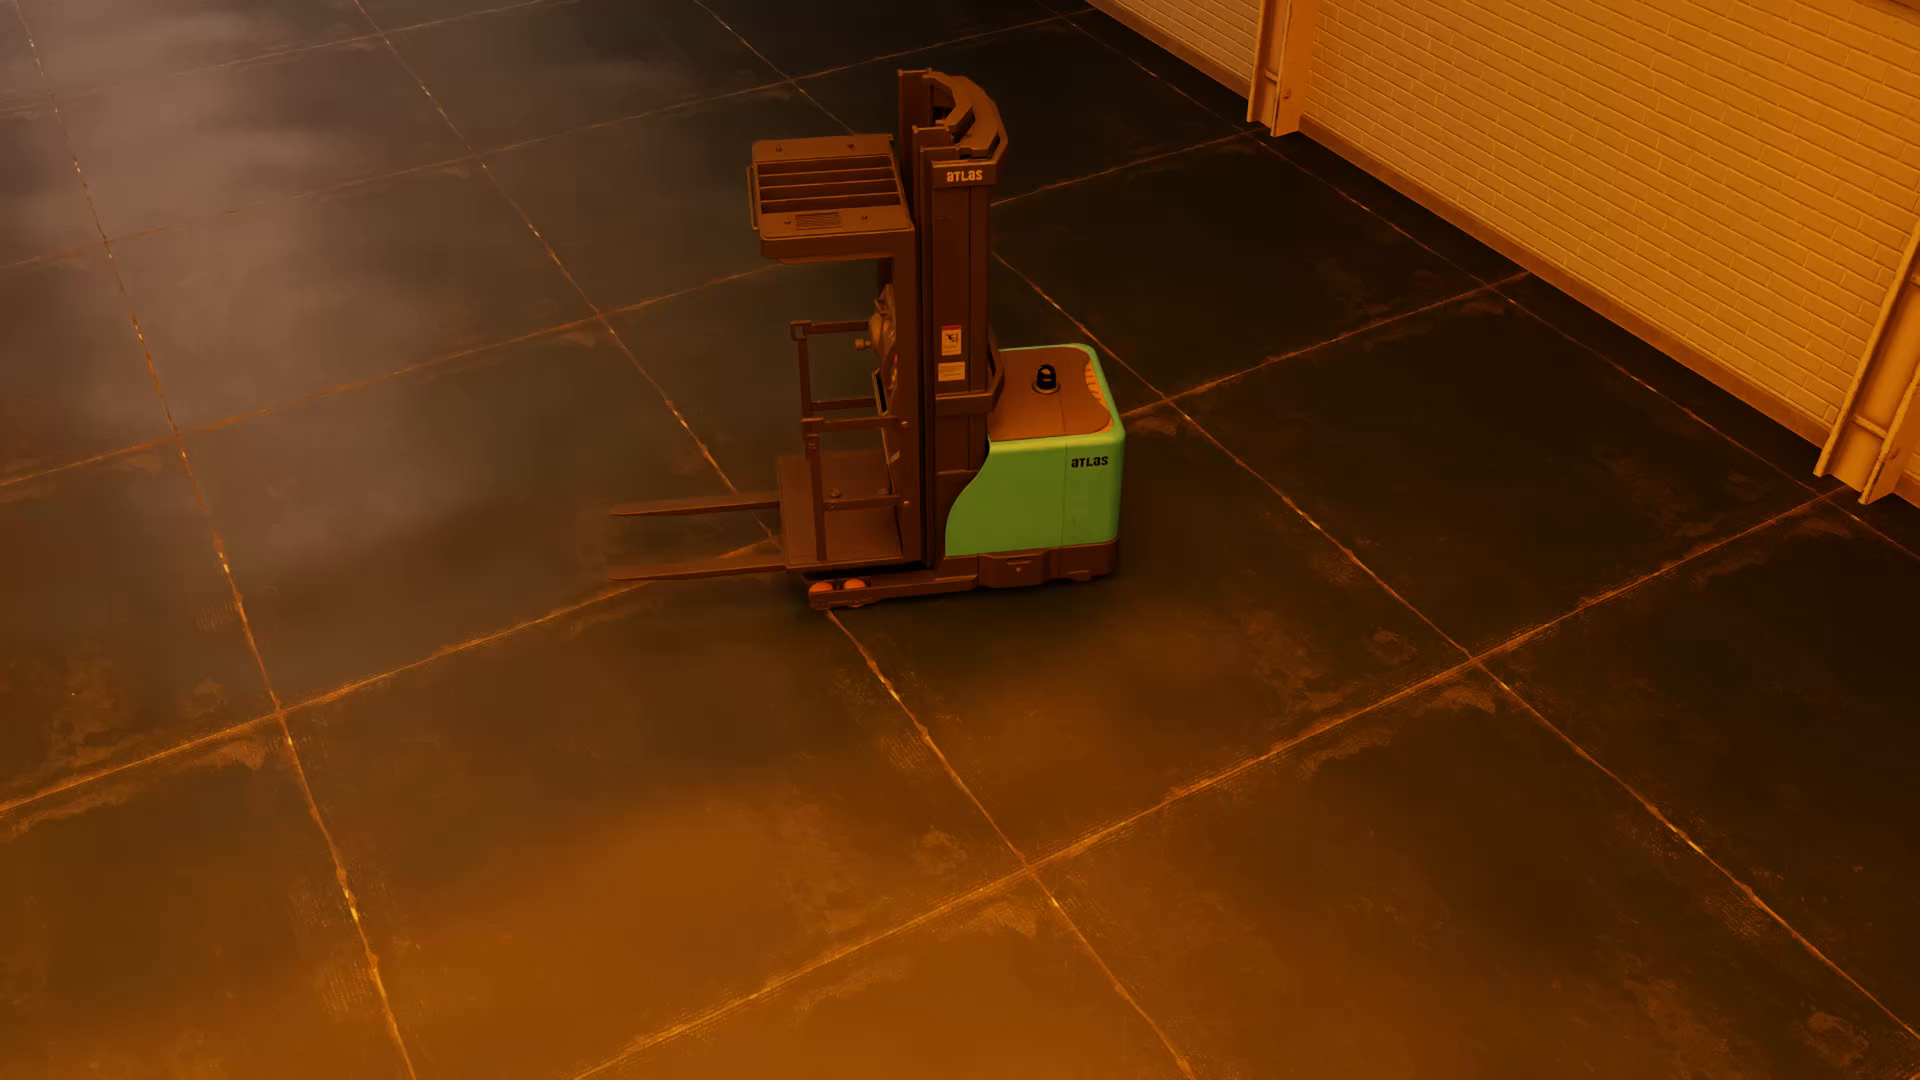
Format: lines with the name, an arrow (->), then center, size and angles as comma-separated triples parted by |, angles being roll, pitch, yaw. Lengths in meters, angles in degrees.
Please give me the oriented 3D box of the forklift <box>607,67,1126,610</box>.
forklift -> -0.604, -1.075, 9.332 | 3.031, 2.935, 1.130 | -5, 40, -6
